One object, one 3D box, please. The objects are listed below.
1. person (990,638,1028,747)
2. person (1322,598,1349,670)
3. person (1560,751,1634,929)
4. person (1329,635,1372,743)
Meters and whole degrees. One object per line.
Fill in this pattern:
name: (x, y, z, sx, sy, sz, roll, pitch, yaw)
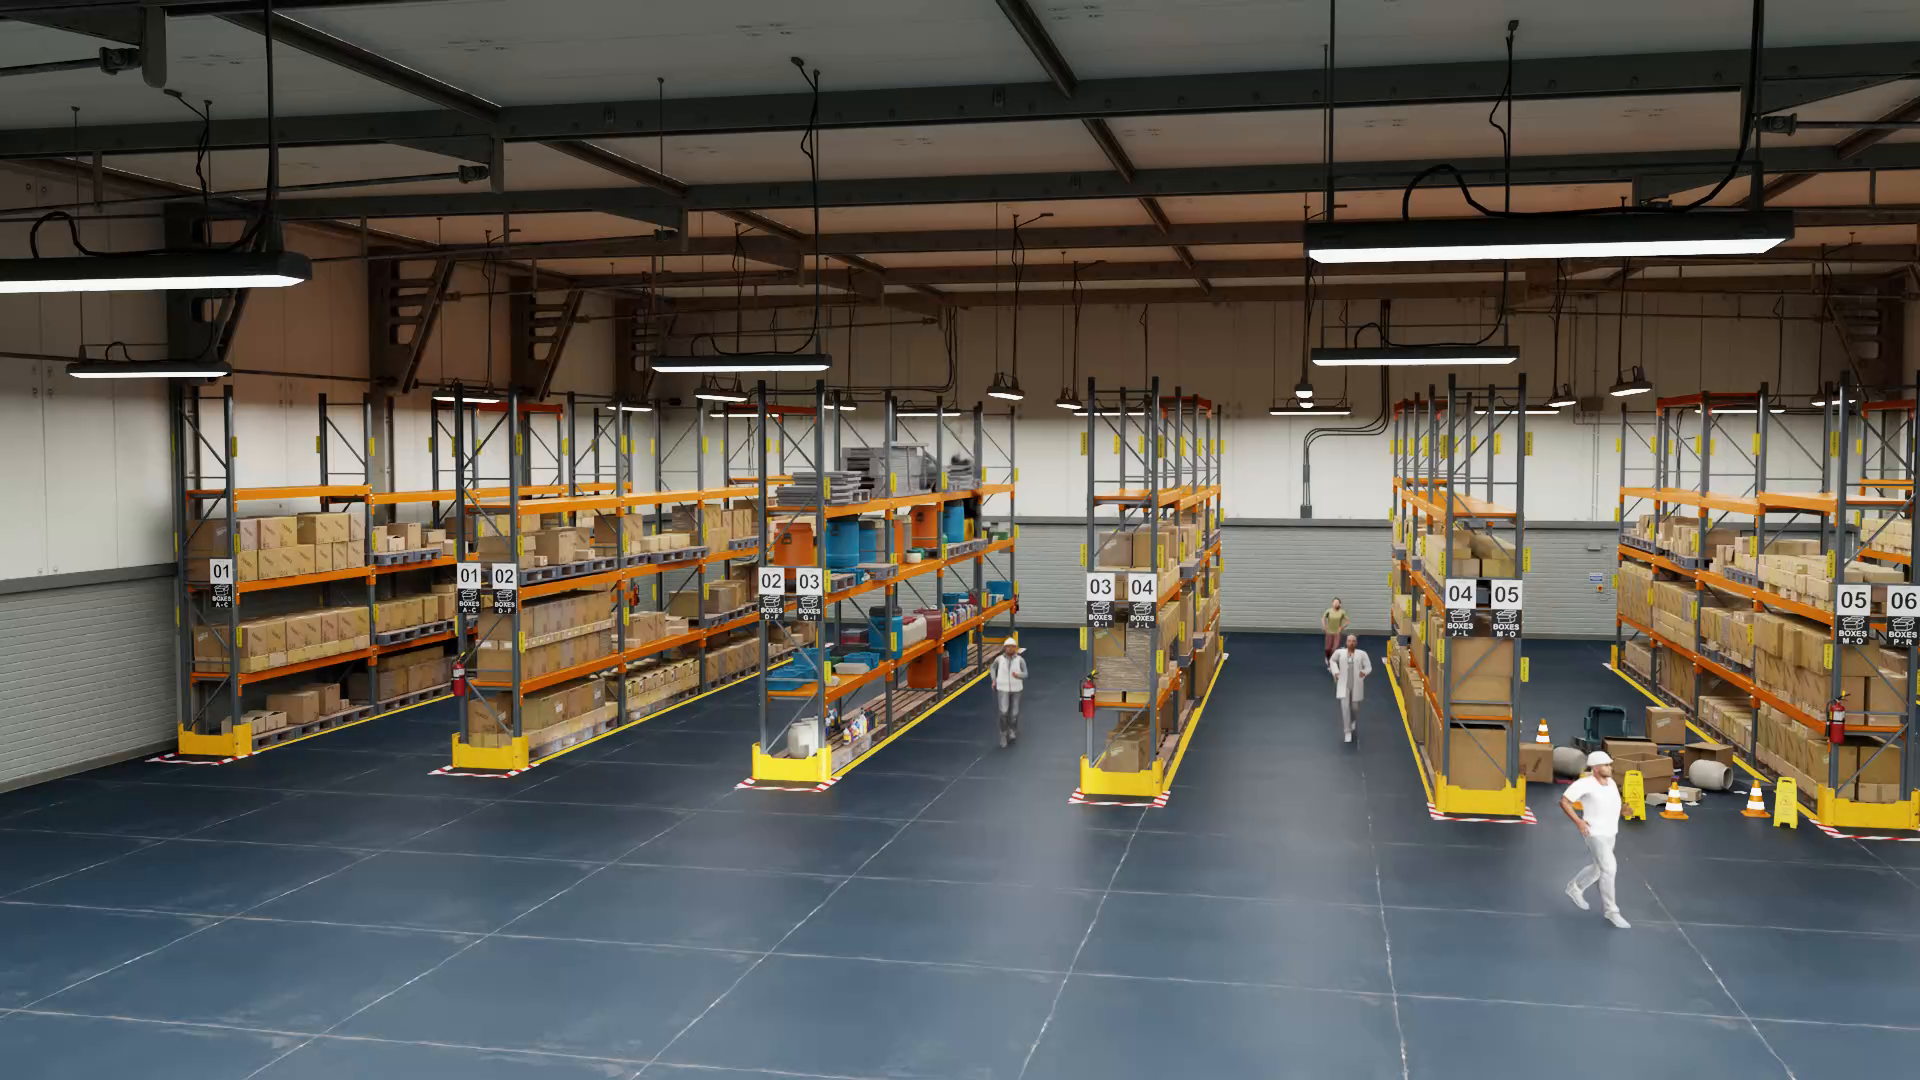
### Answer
person: (0.829, 2.557, 27.963, 0.624, 1.825, 0.746, 0, 3, -3)
person: (8.442, 2.114, 37.410, 0.606, 1.606, 0.548, 1, 3, 16)
person: (6.755, 3.121, 17.588, 0.688, 1.789, 0.841, -2, 4, -37)
person: (6.698, 2.517, 28.536, 0.710, 1.788, 1.034, 1, 3, 12)
